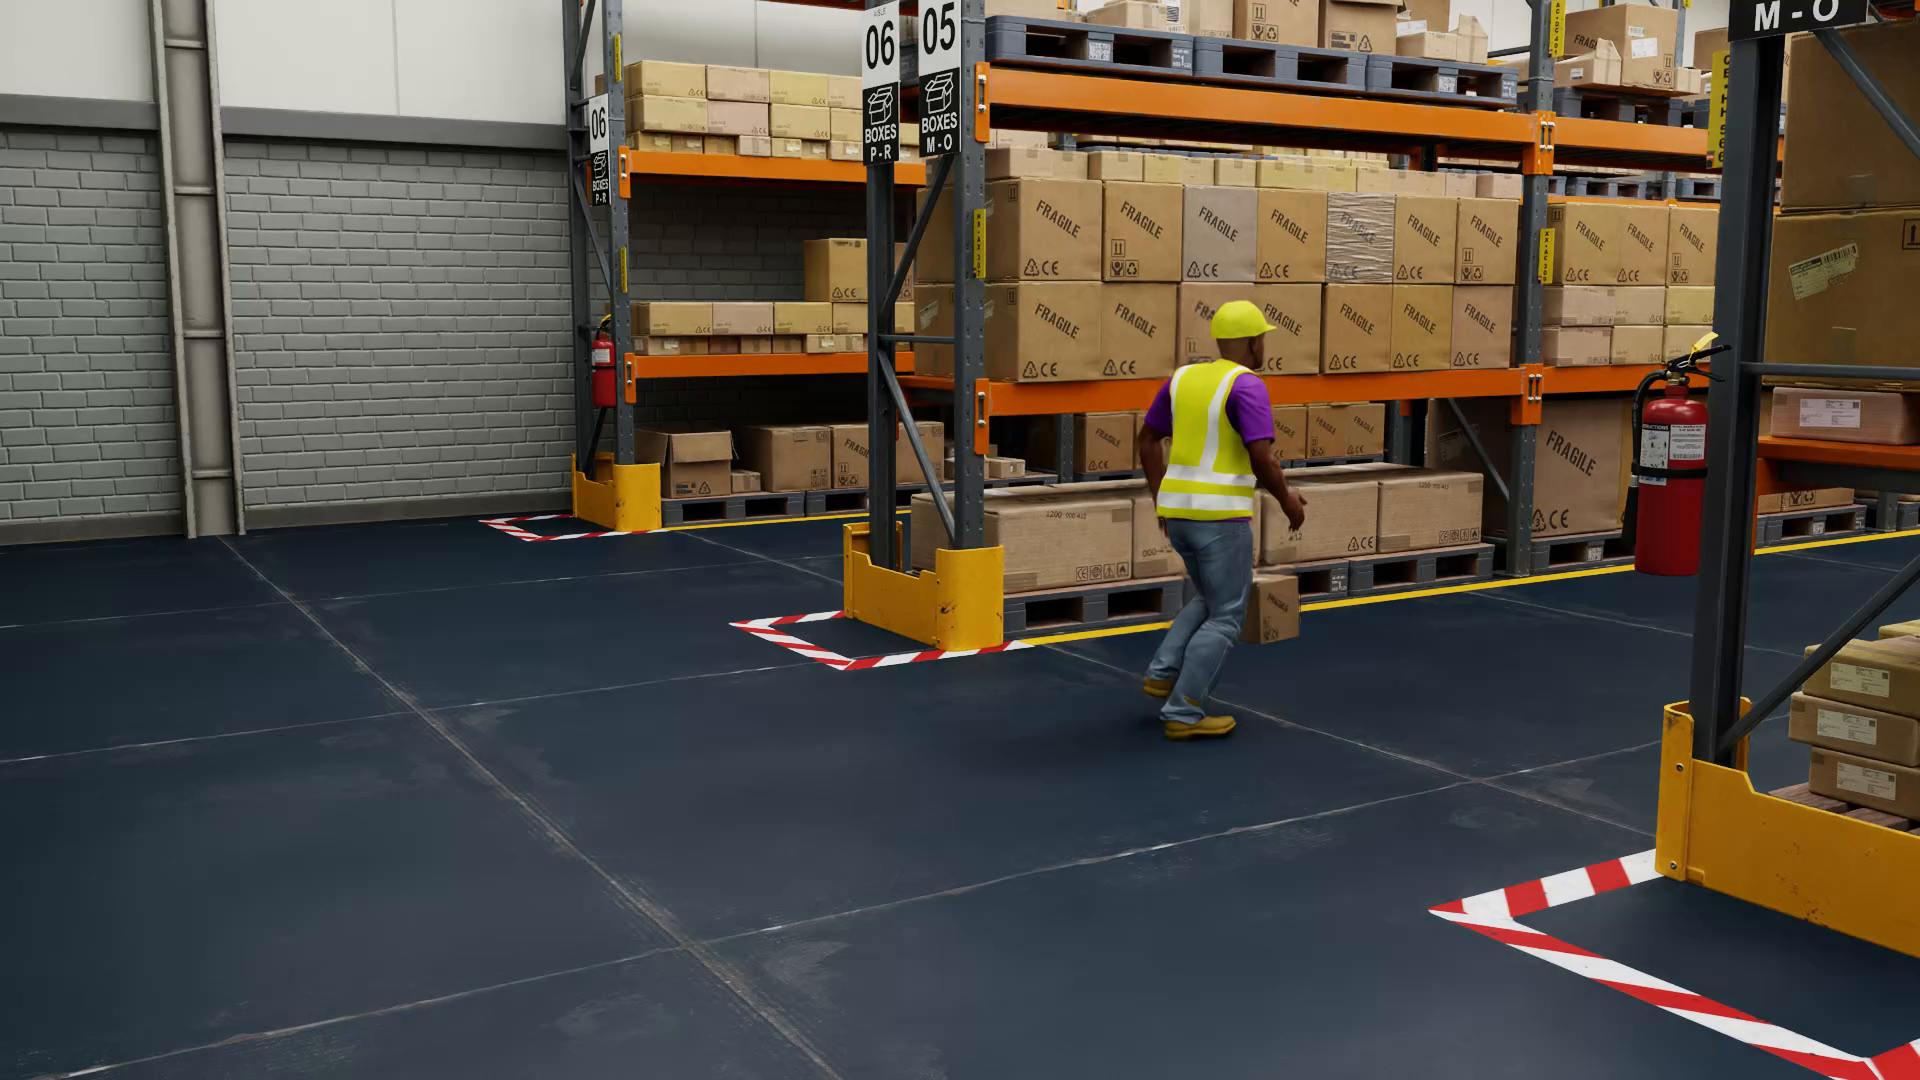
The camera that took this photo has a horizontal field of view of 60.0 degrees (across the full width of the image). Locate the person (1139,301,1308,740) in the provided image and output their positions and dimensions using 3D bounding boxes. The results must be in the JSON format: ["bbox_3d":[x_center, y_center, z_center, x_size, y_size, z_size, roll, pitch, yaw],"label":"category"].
[{"bbox_3d":[1.008,-0.094,6.635,0.599,1.703,0.701,-4,9,-27],"label":"person"}]
